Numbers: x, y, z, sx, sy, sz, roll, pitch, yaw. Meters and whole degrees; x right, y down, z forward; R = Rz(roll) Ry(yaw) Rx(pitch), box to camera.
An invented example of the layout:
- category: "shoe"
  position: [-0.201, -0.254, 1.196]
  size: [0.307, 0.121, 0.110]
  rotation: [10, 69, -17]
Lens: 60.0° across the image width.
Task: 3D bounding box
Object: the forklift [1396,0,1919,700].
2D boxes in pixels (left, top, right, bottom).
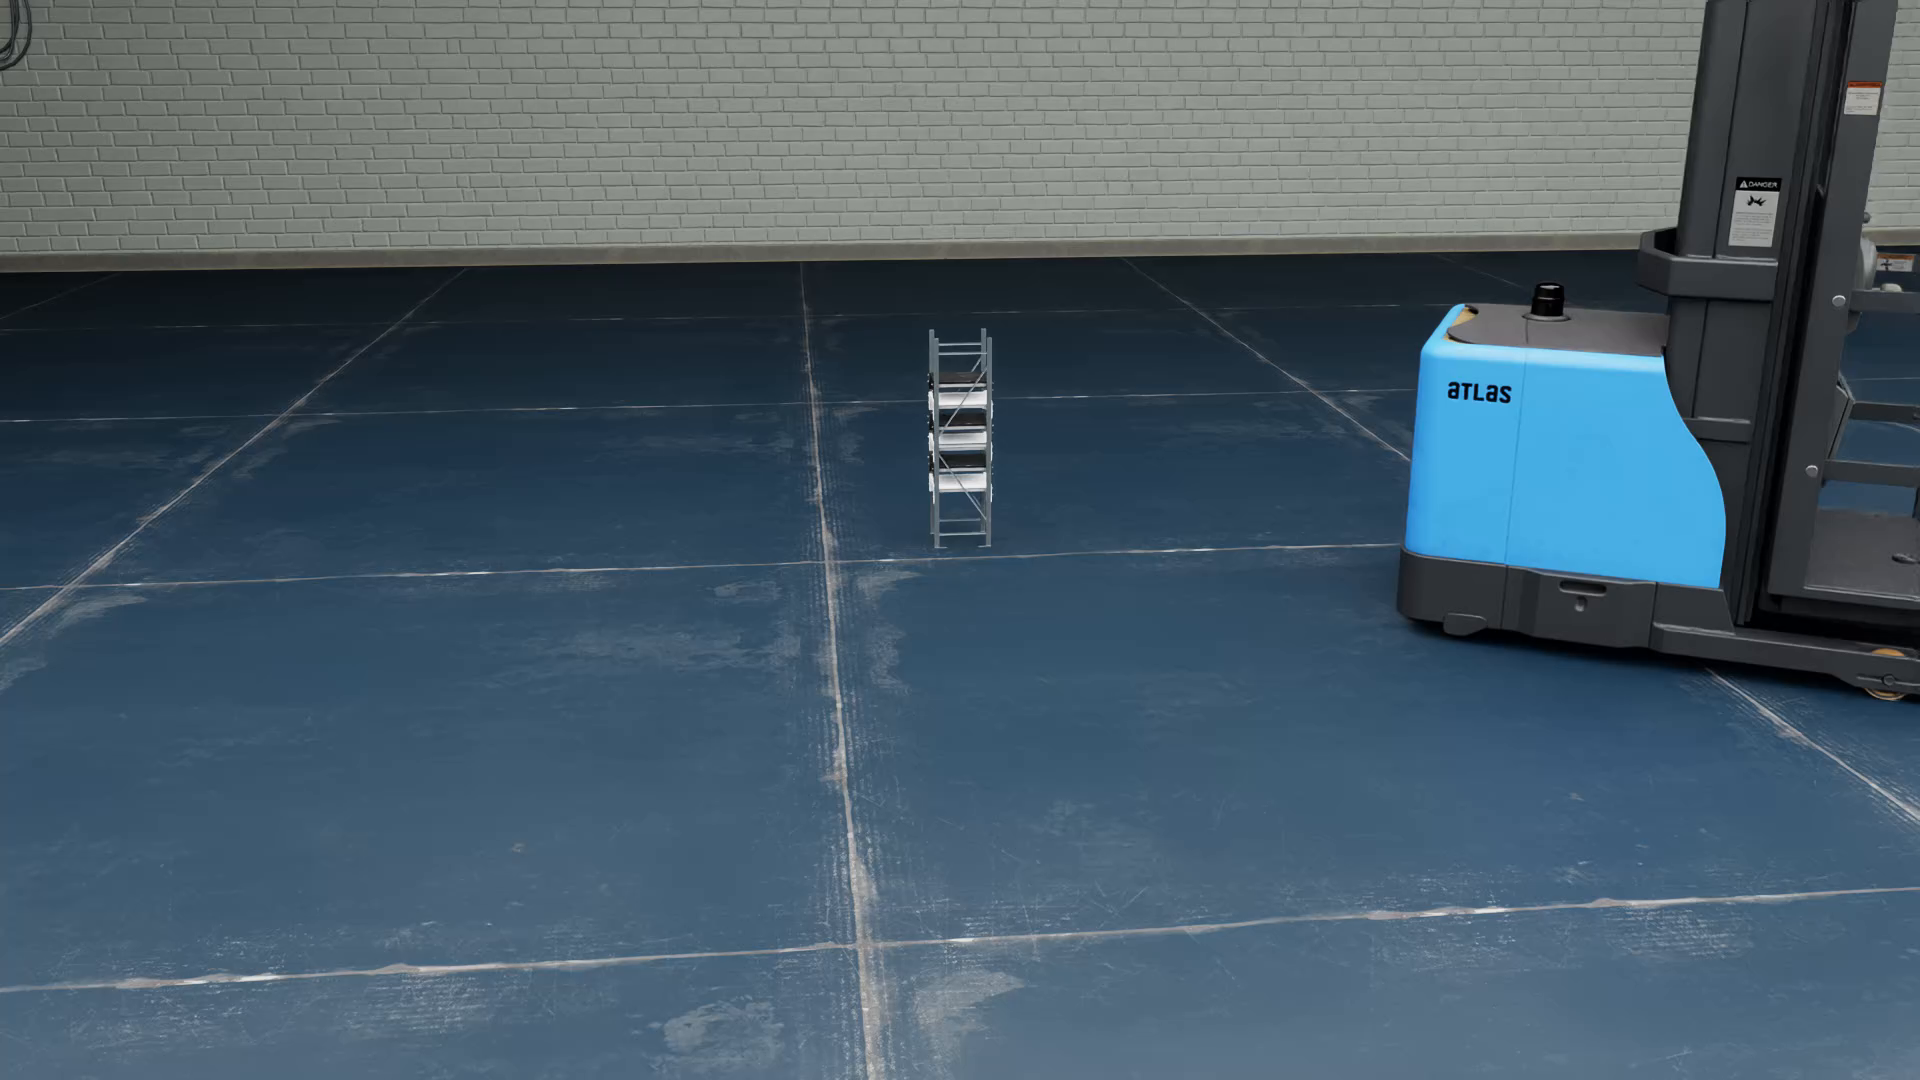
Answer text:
- category: "forklift"
  position: [3.173, -1.028, 5.558]
  size: [3.031, 2.935, 1.130]
  rotation: [7, 19, 21]

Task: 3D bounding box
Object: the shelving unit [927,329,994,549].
- category: "shelving unit"
  position: [0.001, -0.427, 7.035]
  size: [0.258, 0.900, 0.210]
  rotation: [-2, 18, -6]

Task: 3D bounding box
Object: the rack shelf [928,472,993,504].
- category: "rack shelf"
  position: [0.001, -0.223, 7.098]
  size: [0.258, 0.077, 0.200]
  rotation: [-2, 18, -6]

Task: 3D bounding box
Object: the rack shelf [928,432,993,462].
- category: "rack shelf"
  position: [0.001, -0.395, 7.045]
  size: [0.258, 0.077, 0.200]
  rotation: [-2, 18, -6]

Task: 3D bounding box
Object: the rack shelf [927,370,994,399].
- category: "rack shelf"
  position: [0.001, -0.653, 6.964]
  size: [0.258, 0.077, 0.200]
  rotation: [-2, 18, -6]

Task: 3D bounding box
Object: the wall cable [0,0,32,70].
- category: "wall cable"
  position: [-9.425, -5.139, 13.706]
  size: [3.097, 2.526, 0.112]
  rotation: [-2, 18, -6]

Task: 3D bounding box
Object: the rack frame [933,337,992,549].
- category: "rack frame"
  position: [0.011, -0.397, 6.938]
  size: [0.240, 0.900, 0.006]
  rotation: [-2, 18, -6]

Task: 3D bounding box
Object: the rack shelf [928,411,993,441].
- category: "rack shelf"
  position: [0.001, -0.481, 7.018]
  size: [0.258, 0.077, 0.200]
  rotation: [-2, 18, -6]

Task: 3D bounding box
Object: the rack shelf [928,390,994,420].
- category: "rack shelf"
  position: [0.001, -0.567, 6.991]
  size: [0.258, 0.077, 0.200]
  rotation: [-2, 18, -6]

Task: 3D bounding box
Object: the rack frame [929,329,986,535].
- category: "rack frame"
  position: [-0.010, -0.457, 7.131]
  size: [0.240, 0.900, 0.006]
  rotation: [-2, 18, -6]

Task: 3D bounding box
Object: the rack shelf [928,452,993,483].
- category: "rack shelf"
  position: [0.001, -0.309, 7.072]
  size: [0.258, 0.077, 0.200]
  rotation: [-2, 18, -6]
